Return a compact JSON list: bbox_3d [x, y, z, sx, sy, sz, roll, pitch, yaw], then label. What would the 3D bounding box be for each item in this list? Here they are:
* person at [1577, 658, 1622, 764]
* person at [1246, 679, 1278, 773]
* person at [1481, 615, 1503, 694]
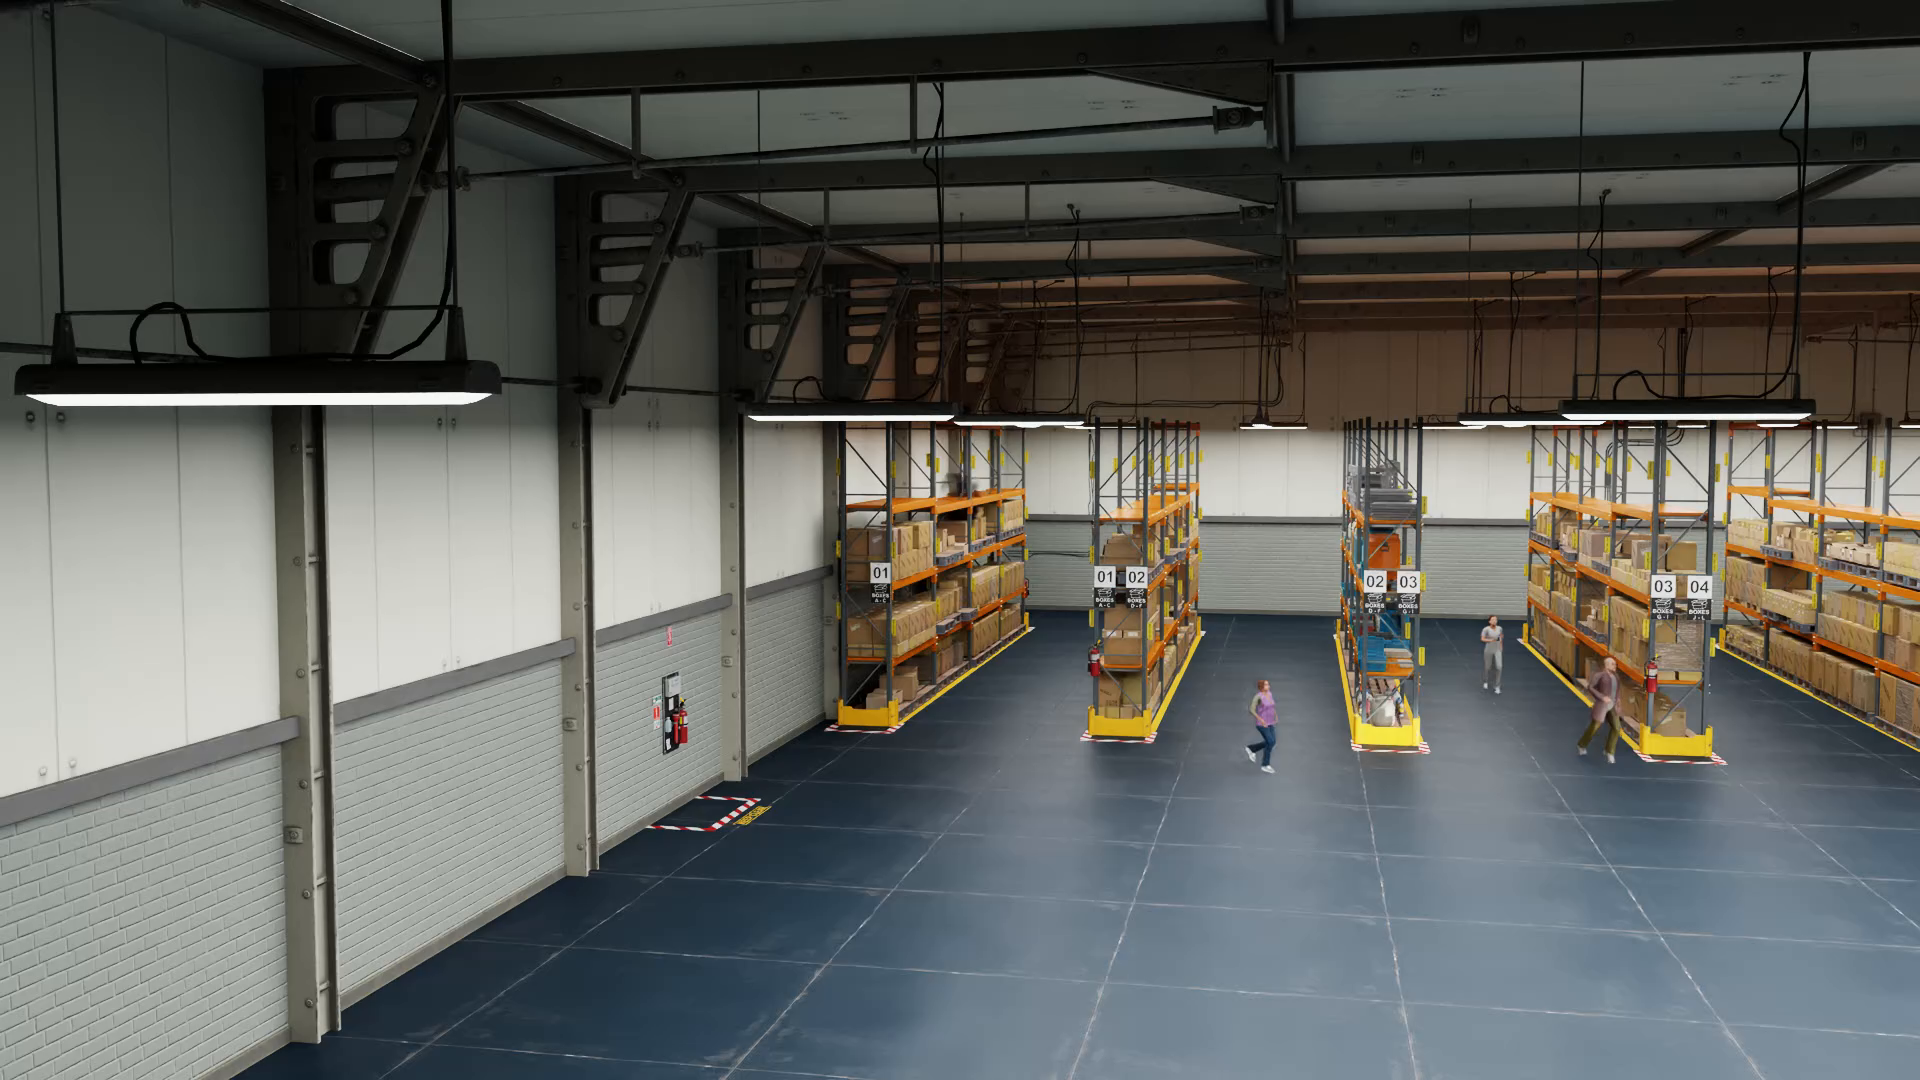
[{"bbox_3d":[11.318,2.963,29.132,0.766,1.806,0.857,-1,4,-16],"label":"person"},{"bbox_3d":[5.099,3.124,28.154,0.535,1.577,0.579,-4,5,-44],"label":"person"},{"bbox_3d":[11.730,2.504,36.672,0.554,1.738,0.790,0,4,2],"label":"person"}]
